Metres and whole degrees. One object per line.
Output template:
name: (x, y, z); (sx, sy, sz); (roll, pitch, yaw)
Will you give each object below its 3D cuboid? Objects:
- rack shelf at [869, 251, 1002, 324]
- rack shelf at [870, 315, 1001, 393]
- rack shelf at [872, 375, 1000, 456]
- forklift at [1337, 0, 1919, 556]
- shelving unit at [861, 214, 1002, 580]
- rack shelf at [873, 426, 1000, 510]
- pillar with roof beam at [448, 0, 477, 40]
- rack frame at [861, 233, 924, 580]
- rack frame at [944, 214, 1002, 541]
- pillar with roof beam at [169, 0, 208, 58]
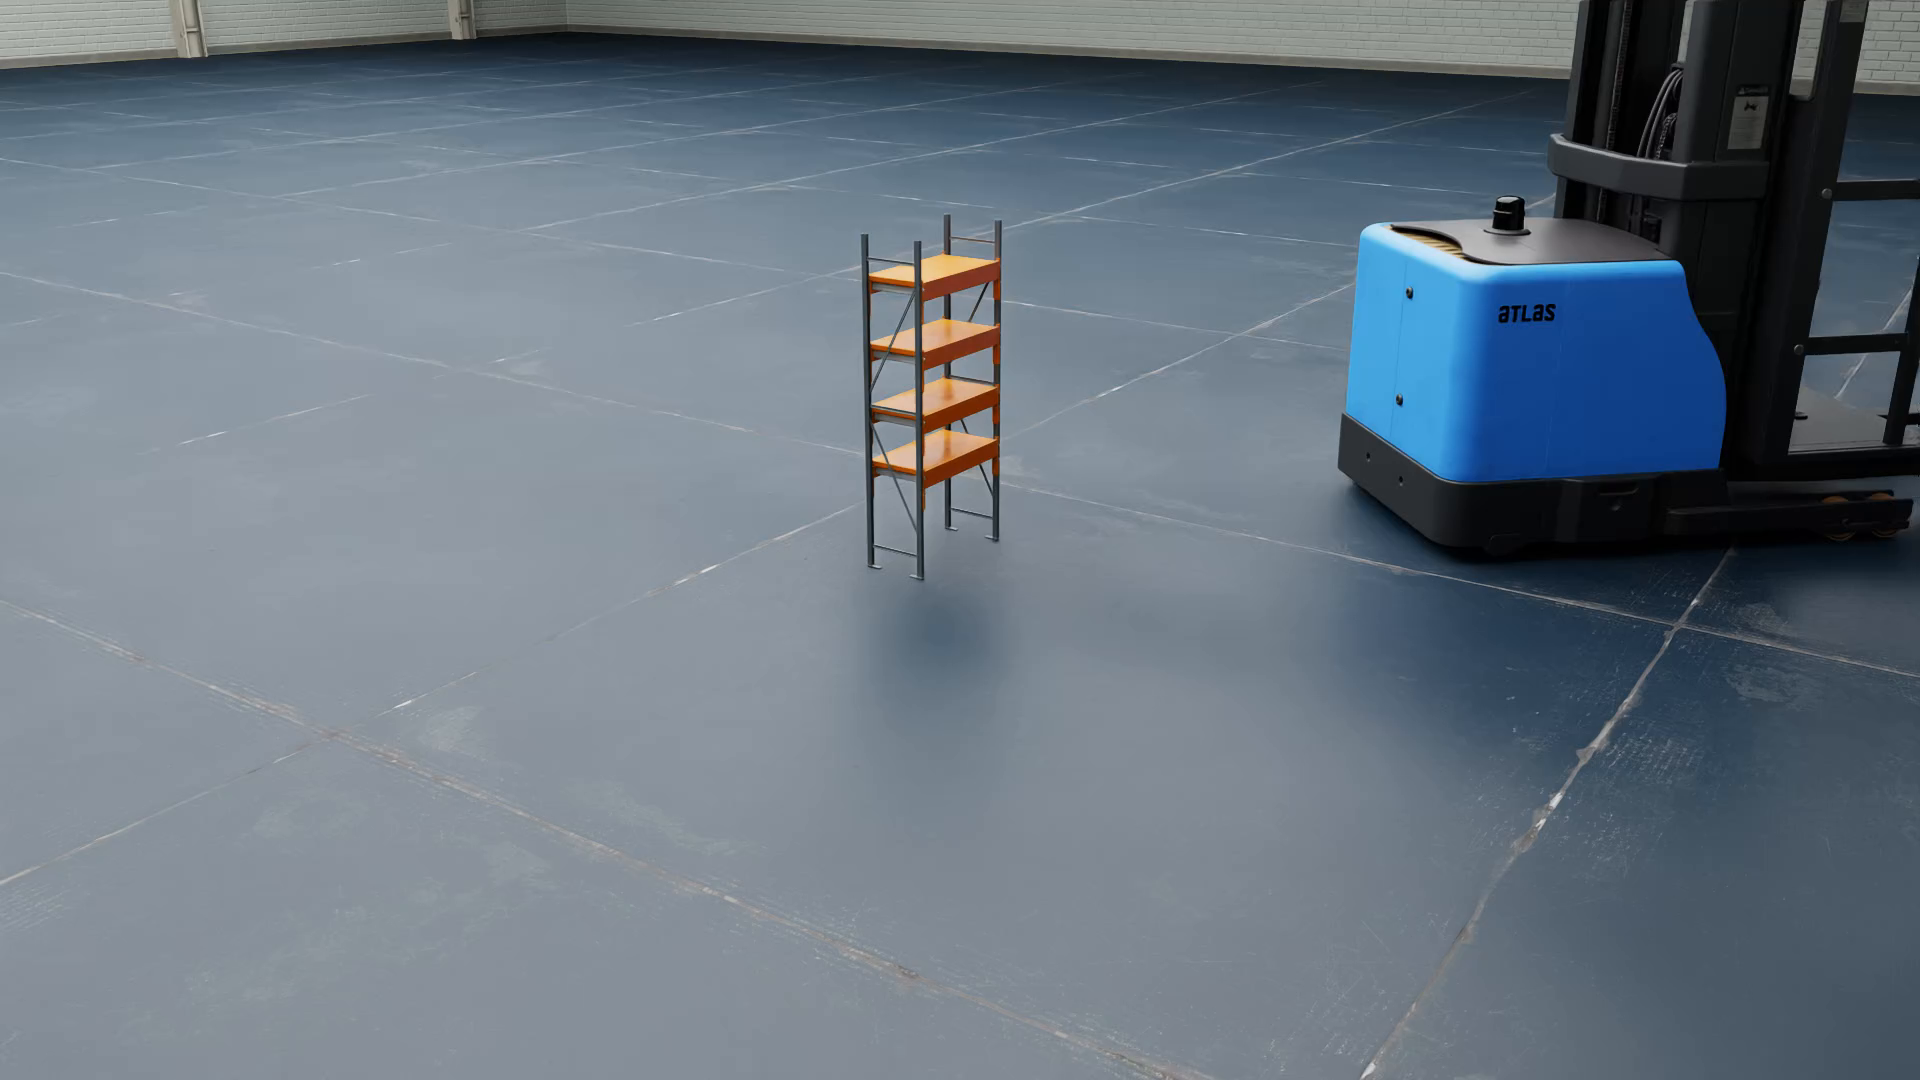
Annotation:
rack shelf: (-0.093, -0.884, 5.792); (0.258, 0.148, 0.480); (13, 24, 32)
rack shelf: (-0.093, -0.662, 5.874); (0.258, 0.148, 0.480); (13, 24, 32)
rack shelf: (-0.093, -0.452, 5.952); (0.258, 0.148, 0.480); (13, 24, 32)
forklift: (3.124, -1.547, 6.223); (3.031, 2.935, 1.130); (-4, 21, -10)
shelving unit: (-0.093, -0.515, 5.928); (0.258, 1.200, 0.503); (13, 24, 32)
rack shelf: (-0.093, -0.266, 6.021); (0.258, 0.148, 0.480); (13, 24, 32)
pillar with roof beam: (-6.539, -13.588, 30.029); (9.100, 9.000, 0.400); (13, 24, 32)
rack frame: (-0.230, -0.445, 5.739); (0.240, 1.200, 0.015); (13, 24, 32)
rack frame: (0.044, -0.585, 6.118); (0.240, 1.200, 0.015); (13, 24, 32)
pillar with roof beam: (-9.912, -11.867, 25.375); (9.100, 9.000, 0.400); (13, 24, 32)
